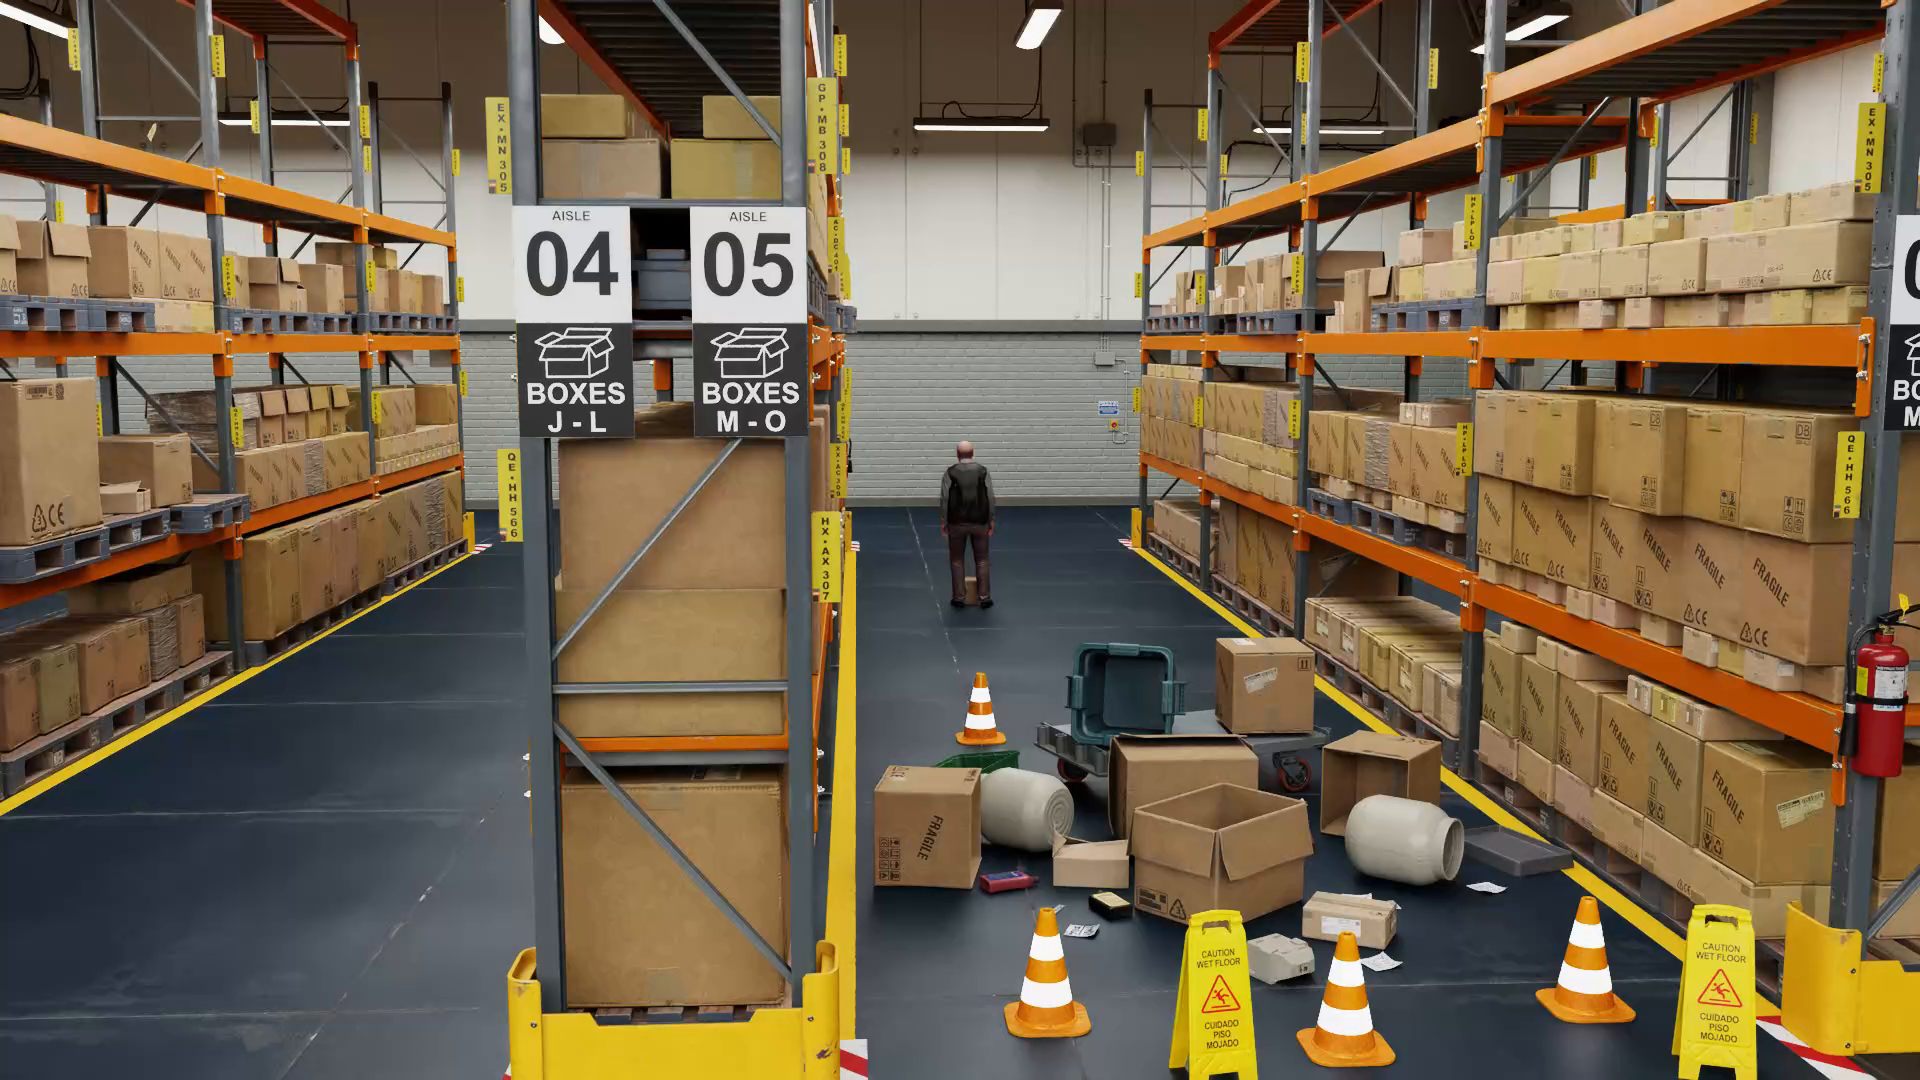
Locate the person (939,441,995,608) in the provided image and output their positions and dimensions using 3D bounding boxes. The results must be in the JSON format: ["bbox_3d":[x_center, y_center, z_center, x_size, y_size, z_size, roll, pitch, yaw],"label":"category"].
[{"bbox_3d":[0.075,-0.162,17.210,0.583,1.719,0.475,-1,7,-7],"label":"person"}]
